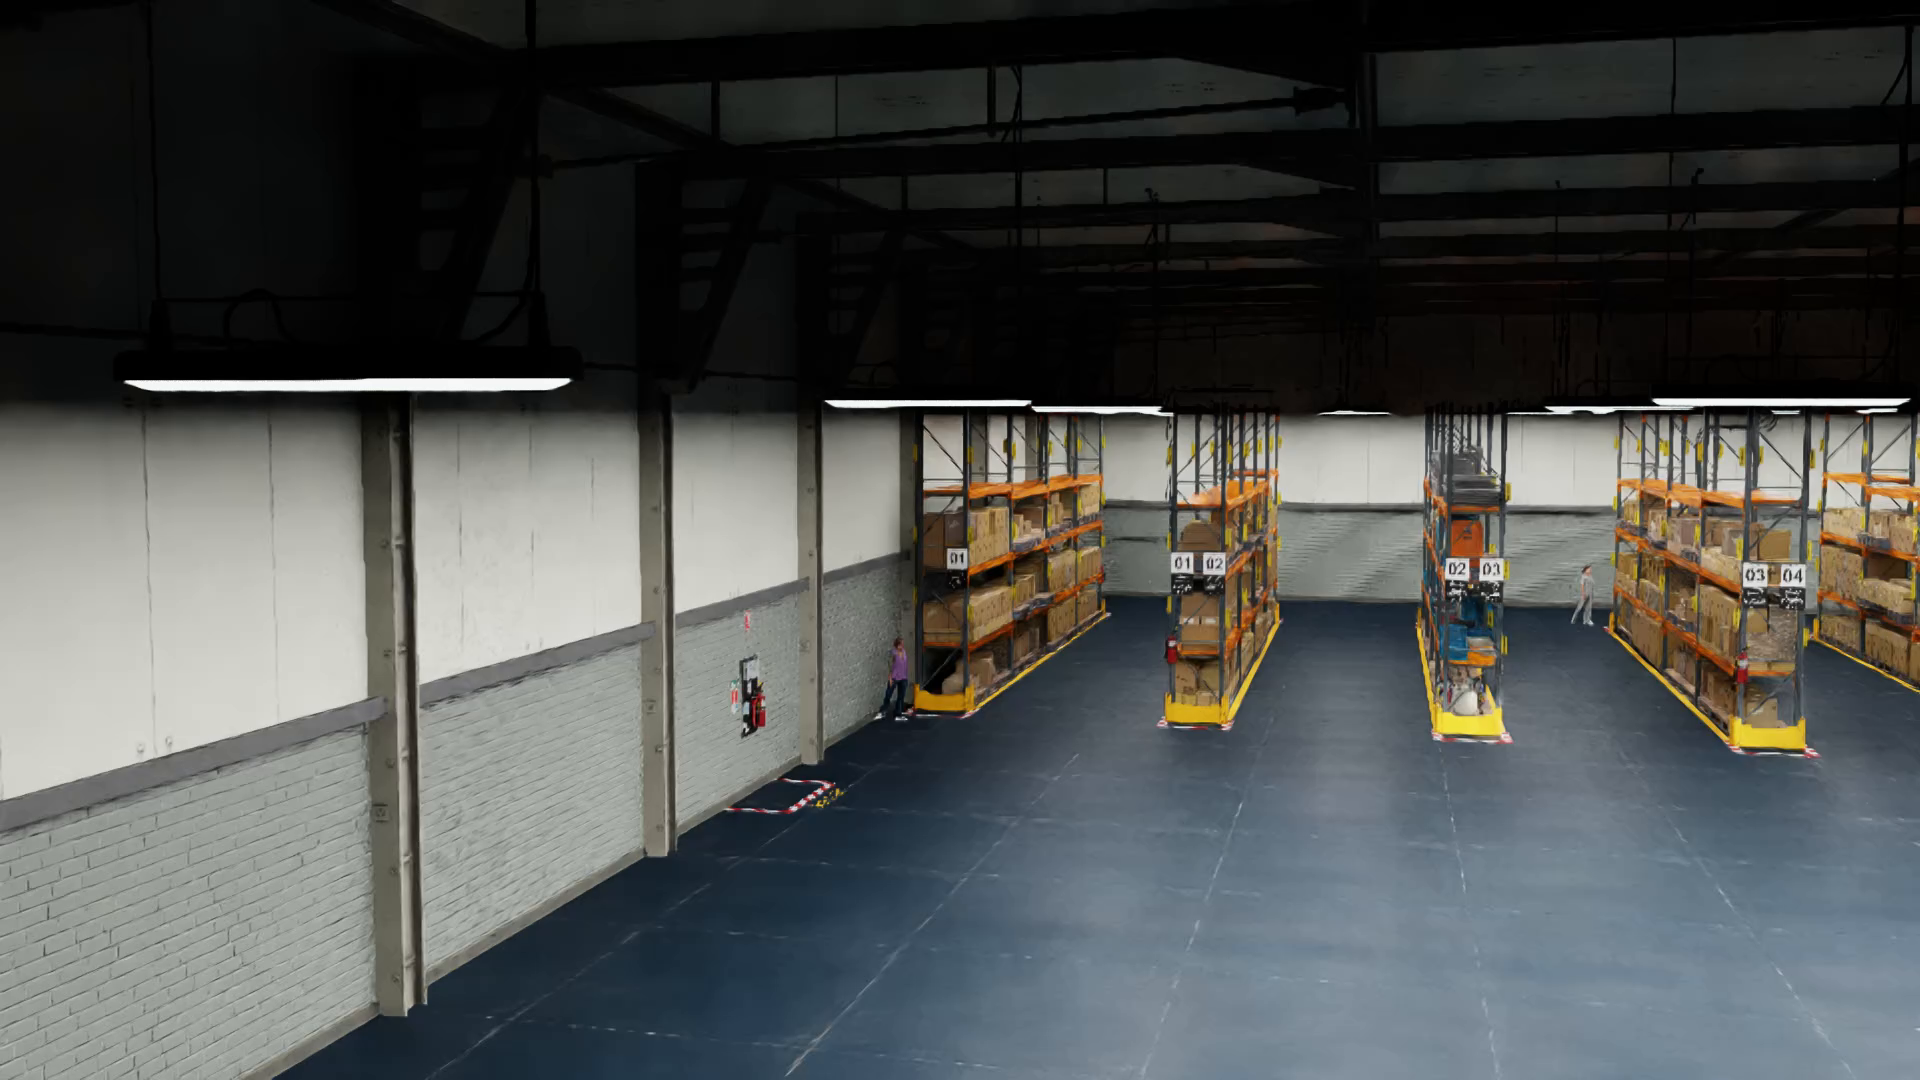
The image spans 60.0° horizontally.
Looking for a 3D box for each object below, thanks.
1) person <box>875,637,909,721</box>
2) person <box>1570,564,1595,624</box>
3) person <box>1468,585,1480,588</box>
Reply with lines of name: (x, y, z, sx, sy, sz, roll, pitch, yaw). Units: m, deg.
person: (-1.269, 2.620, 31.311, 0.599, 1.589, 0.473, -3, 5, -34)
person: (17.239, 1.496, 46.046, 0.648, 1.665, 0.467, -3, 5, -31)
person: (14.731, 1.309, 47.559, 0.774, 1.759, 0.660, -3, 5, -38)
